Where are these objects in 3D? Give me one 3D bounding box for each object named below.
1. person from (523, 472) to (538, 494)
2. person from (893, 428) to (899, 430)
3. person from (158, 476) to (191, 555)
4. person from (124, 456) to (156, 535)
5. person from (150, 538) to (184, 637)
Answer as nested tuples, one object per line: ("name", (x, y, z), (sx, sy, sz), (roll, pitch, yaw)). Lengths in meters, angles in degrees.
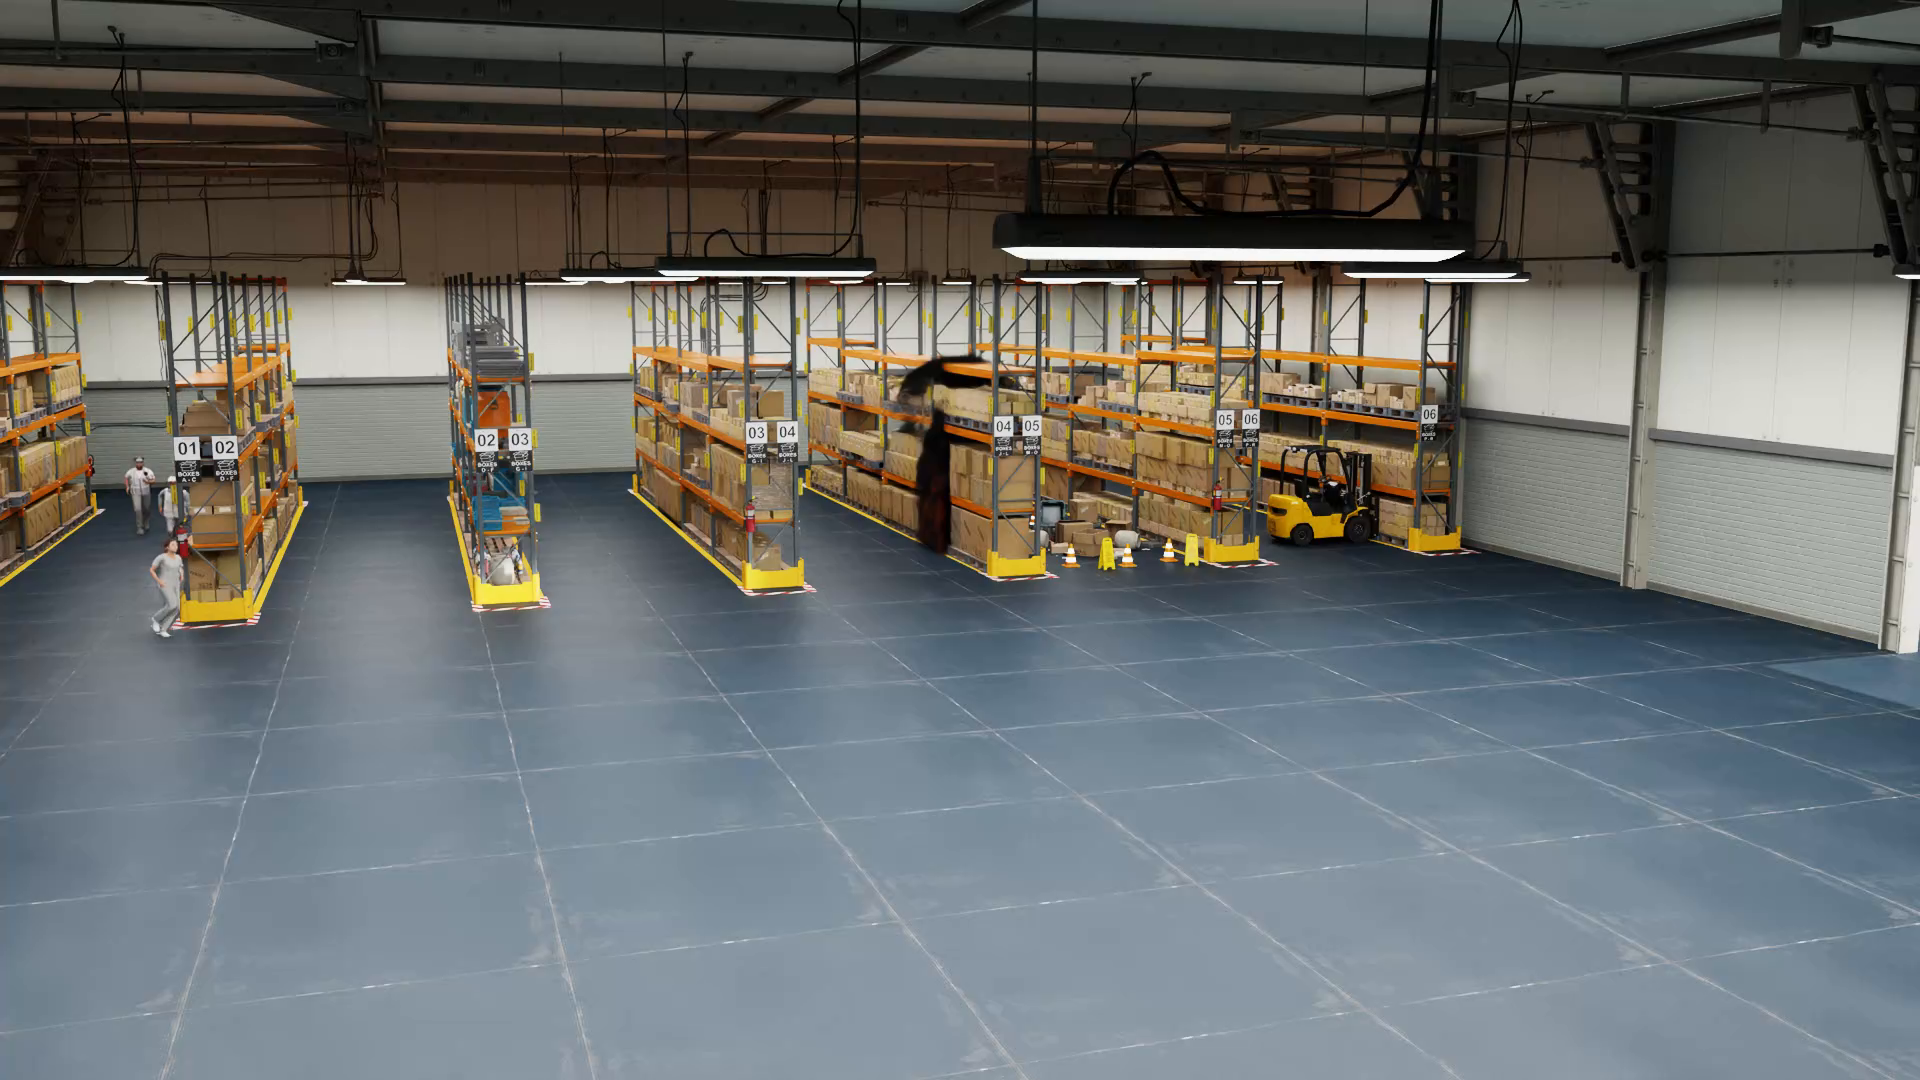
("person", (-12.148, -2.080, 46.521), (0.544, 1.601, 0.841), (4, 10, 27))
("person", (-1.821, -2.348, 47.808), (0.695, 1.763, 0.916), (-4, 9, -24))
("person", (-16.723, -0.481, 35.461), (0.679, 1.812, 0.849), (-3, 9, -17))
("person", (-19.329, -1.080, 39.253), (0.651, 1.802, 0.929), (-5, 10, -30))
("person", (-13.107, 0.794, 27.651), (0.473, 1.607, 0.556), (4, 9, 24))
